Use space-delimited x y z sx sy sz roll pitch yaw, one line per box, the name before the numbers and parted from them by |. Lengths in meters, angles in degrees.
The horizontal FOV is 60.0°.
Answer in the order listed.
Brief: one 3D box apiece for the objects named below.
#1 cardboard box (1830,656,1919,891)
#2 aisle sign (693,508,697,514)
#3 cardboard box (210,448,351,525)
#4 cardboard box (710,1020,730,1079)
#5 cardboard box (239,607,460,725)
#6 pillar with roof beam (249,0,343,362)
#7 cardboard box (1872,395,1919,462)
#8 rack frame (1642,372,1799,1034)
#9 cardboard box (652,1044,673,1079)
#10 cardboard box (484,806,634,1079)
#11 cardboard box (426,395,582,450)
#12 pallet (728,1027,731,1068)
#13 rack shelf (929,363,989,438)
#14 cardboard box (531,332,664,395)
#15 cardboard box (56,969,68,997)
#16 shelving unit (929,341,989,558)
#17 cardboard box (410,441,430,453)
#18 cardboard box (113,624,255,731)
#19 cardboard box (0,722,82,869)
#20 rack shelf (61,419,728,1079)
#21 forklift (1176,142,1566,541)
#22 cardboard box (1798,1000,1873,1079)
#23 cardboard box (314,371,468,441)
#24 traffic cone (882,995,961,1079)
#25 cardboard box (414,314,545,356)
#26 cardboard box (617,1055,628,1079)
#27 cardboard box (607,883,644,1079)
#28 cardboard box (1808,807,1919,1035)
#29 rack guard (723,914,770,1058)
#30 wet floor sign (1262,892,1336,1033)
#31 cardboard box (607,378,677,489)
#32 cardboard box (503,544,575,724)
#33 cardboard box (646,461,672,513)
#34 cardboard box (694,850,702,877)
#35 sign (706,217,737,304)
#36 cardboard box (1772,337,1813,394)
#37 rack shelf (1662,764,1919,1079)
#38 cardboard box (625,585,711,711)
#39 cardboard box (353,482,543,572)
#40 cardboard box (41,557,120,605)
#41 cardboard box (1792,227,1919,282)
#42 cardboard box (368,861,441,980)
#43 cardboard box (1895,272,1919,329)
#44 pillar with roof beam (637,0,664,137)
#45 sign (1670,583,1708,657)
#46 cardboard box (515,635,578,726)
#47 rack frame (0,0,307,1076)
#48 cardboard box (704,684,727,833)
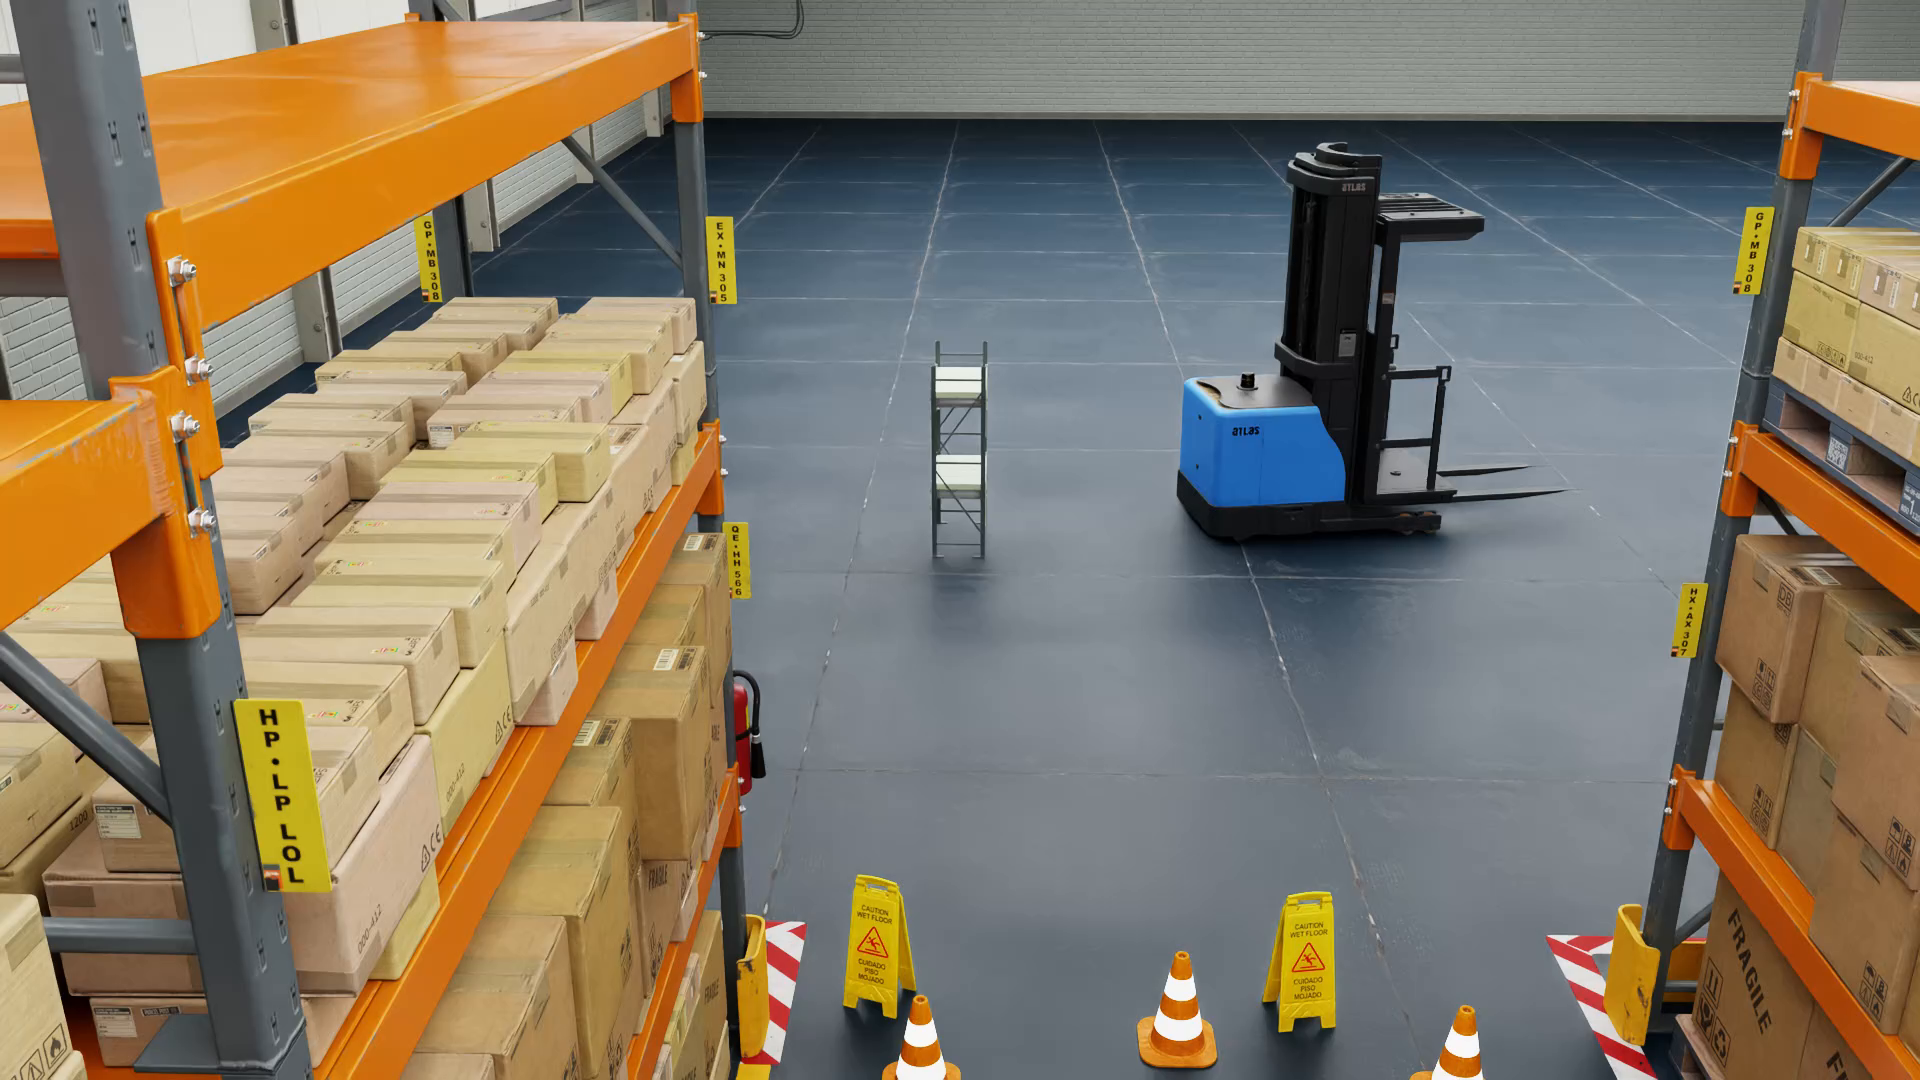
cardboard box | 3.381 0.736 5.284 0.875 0.550 0.550 1 21 2
aisle sign | -1.151 -0.474 6.510 0.394 0.787 0.004 1 21 2
cardboard box | -1.821 -0.128 4.311 0.380 0.149 0.250 1 21 2
cardboard box | -1.199 2.147 6.569 0.500 0.250 0.500 1 21 1
cardboard box | -1.233 0.250 3.335 0.380 0.149 0.250 0 21 0
pillar with roof beam | -2.658 -6.142 16.419 9.100 9.000 0.400 1 21 2
cardboard box | 3.155 -0.354 5.276 0.380 0.149 0.250 1 21 2
rack frame | 3.508 0.775 6.884 1.000 3.000 0.127 1 21 2
cardboard box | -1.171 1.803 5.521 0.380 0.149 0.250 2 21 4
cardboard box | -1.255 1.030 4.297 0.700 0.500 0.500 0 21 0
cardboard box | -1.302 -0.311 4.782 0.380 0.149 0.250 0 21 0
pallet | -1.505 2.378 6.608 1.003 0.211 1.213 1 21 2
rack shelf | 0.000 -1.065 12.623 0.431 0.370 0.720 1 21 2
cardboard box | -1.194 -0.585 5.488 0.380 0.149 0.250 0 21 1
cardboard box | -1.860 0.805 3.009 0.380 0.149 0.250 1 21 2
shelving unit | 0.000 -0.702 12.764 0.431 1.500 0.755 1 21 2
cardboard box | -1.740 -0.162 4.949 0.500 0.250 0.500 1 21 3
cardboard box | -1.806 0.391 3.524 0.500 0.250 0.500 0 21 1
cardboard box | -1.773 0.434 2.863 0.380 0.149 0.250 1 21 3
rack shelf | -1.504 0.417 4.654 1.077 0.370 4.000 1 21 2
forklift | 3.356 -1.593 13.082 3.031 2.935 1.130 -3 21 -9
cardboard box | 3.529 2.134 5.739 0.875 0.875 0.875 0 21 1
cardboard box | -1.712 -0.408 5.032 0.380 0.149 0.250 1 21 1
traffic cone | -0.166 2.110 6.952 0.336 0.463 0.334 1 21 2
cardboard box | -1.649 -0.678 5.728 0.380 0.149 0.250 1 21 1
cardboard box | -1.206 1.656 4.960 0.380 0.149 0.250 1 21 1
cardboard box | -1.257 1.316 4.941 0.500 0.500 0.500 1 21 2
cardboard box | 3.405 1.240 5.479 0.875 0.550 0.550 1 21 2
rack guard | -1.445 1.950 7.312 1.175 0.500 0.348 1 21 2
wet floor sign | 1.530 1.841 7.393 0.267 0.644 0.232 -3 21 -8
cardboard box | -1.219 -0.340 5.408 0.500 0.250 0.500 0 21 1
cardboard box | -1.243 0.213 3.983 0.500 0.250 0.500 1 21 2
cardboard box | -1.191 -0.206 5.613 0.380 0.149 0.250 1 21 3
cardboard box | -1.166 1.197 6.144 0.380 0.149 0.250 0 21 1
sign | -0.889 -1.041 6.193 0.100 0.325 0.005 1 21 2
cardboard box | 3.177 -0.628 5.983 0.380 0.149 0.250 1 21 2
rack shelf | 3.447 1.834 5.151 1.077 0.370 4.000 1 21 2
cardboard box | -1.263 0.476 5.724 0.700 0.500 0.500 1 21 2
cardboard box | -1.244 -0.031 4.061 0.380 0.149 0.250 0 21 1
cardboard box | -1.868 0.150 3.593 0.380 0.149 0.250 1 21 3
cardboard box | 3.180 -1.003 5.847 0.380 0.149 0.250 1 21 2
cardboard box | -1.243 0.718 3.232 0.380 0.149 0.250 1 21 2
cardboard box | 3.155 -0.729 5.139 0.380 0.149 0.250 1 21 2
pillar with roof beam | -2.111 -12.651 33.193 9.100 9.000 0.400 1 21 2
sign | 2.954 0.326 6.735 0.100 0.325 0.005 1 21 2
cardboard box | -1.183 0.347 4.188 0.380 0.149 0.250 0 21 1
rack frame | -1.564 -0.593 2.118 1.000 3.000 0.127 1 21 2
cardboard box | -1.184 0.771 6.345 0.500 0.500 0.500 0 21 1
